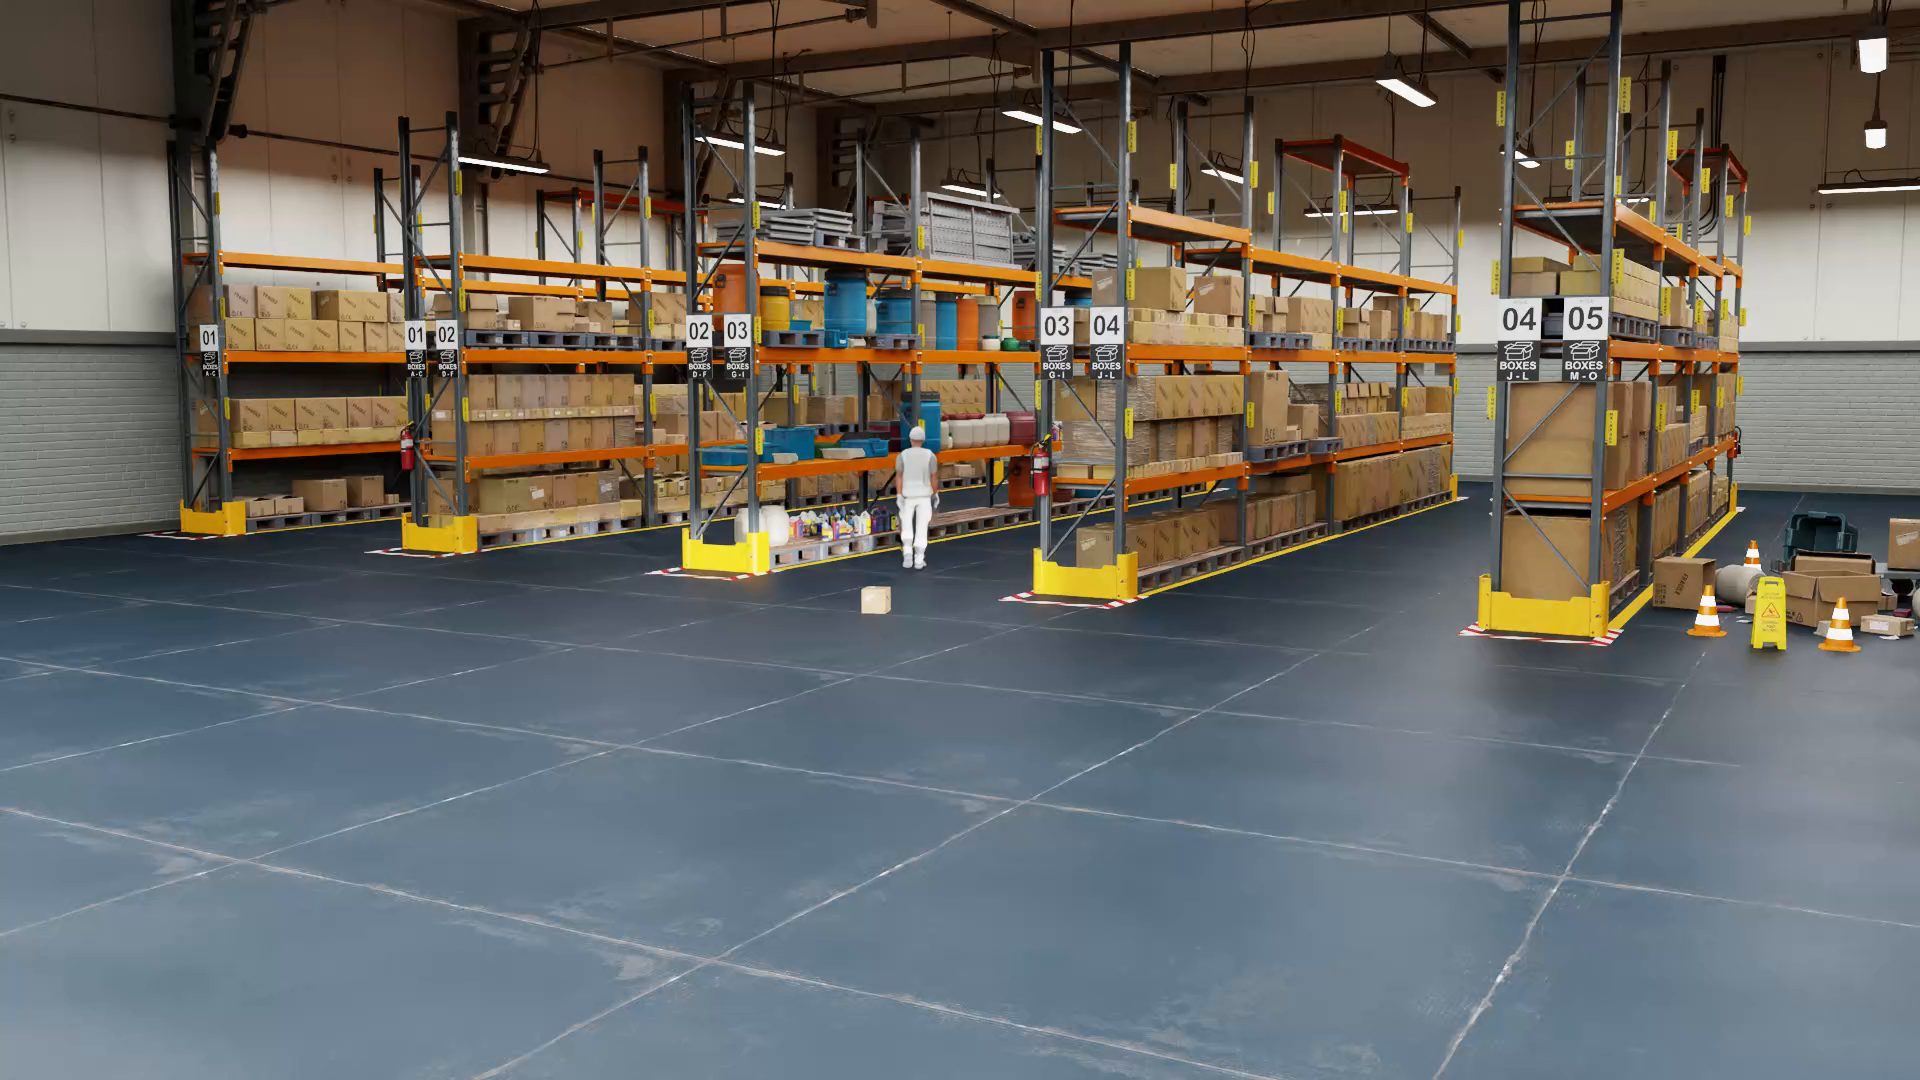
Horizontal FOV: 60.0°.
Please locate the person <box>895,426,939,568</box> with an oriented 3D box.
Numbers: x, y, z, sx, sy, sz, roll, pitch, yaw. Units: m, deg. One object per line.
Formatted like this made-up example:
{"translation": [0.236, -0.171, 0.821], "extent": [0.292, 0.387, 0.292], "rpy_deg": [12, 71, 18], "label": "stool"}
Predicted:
{"translation": [-0.535, -0.531, 21.062], "extent": [0.538, 1.823, 0.473], "rpy_deg": [0, 6, 3], "label": "person"}
